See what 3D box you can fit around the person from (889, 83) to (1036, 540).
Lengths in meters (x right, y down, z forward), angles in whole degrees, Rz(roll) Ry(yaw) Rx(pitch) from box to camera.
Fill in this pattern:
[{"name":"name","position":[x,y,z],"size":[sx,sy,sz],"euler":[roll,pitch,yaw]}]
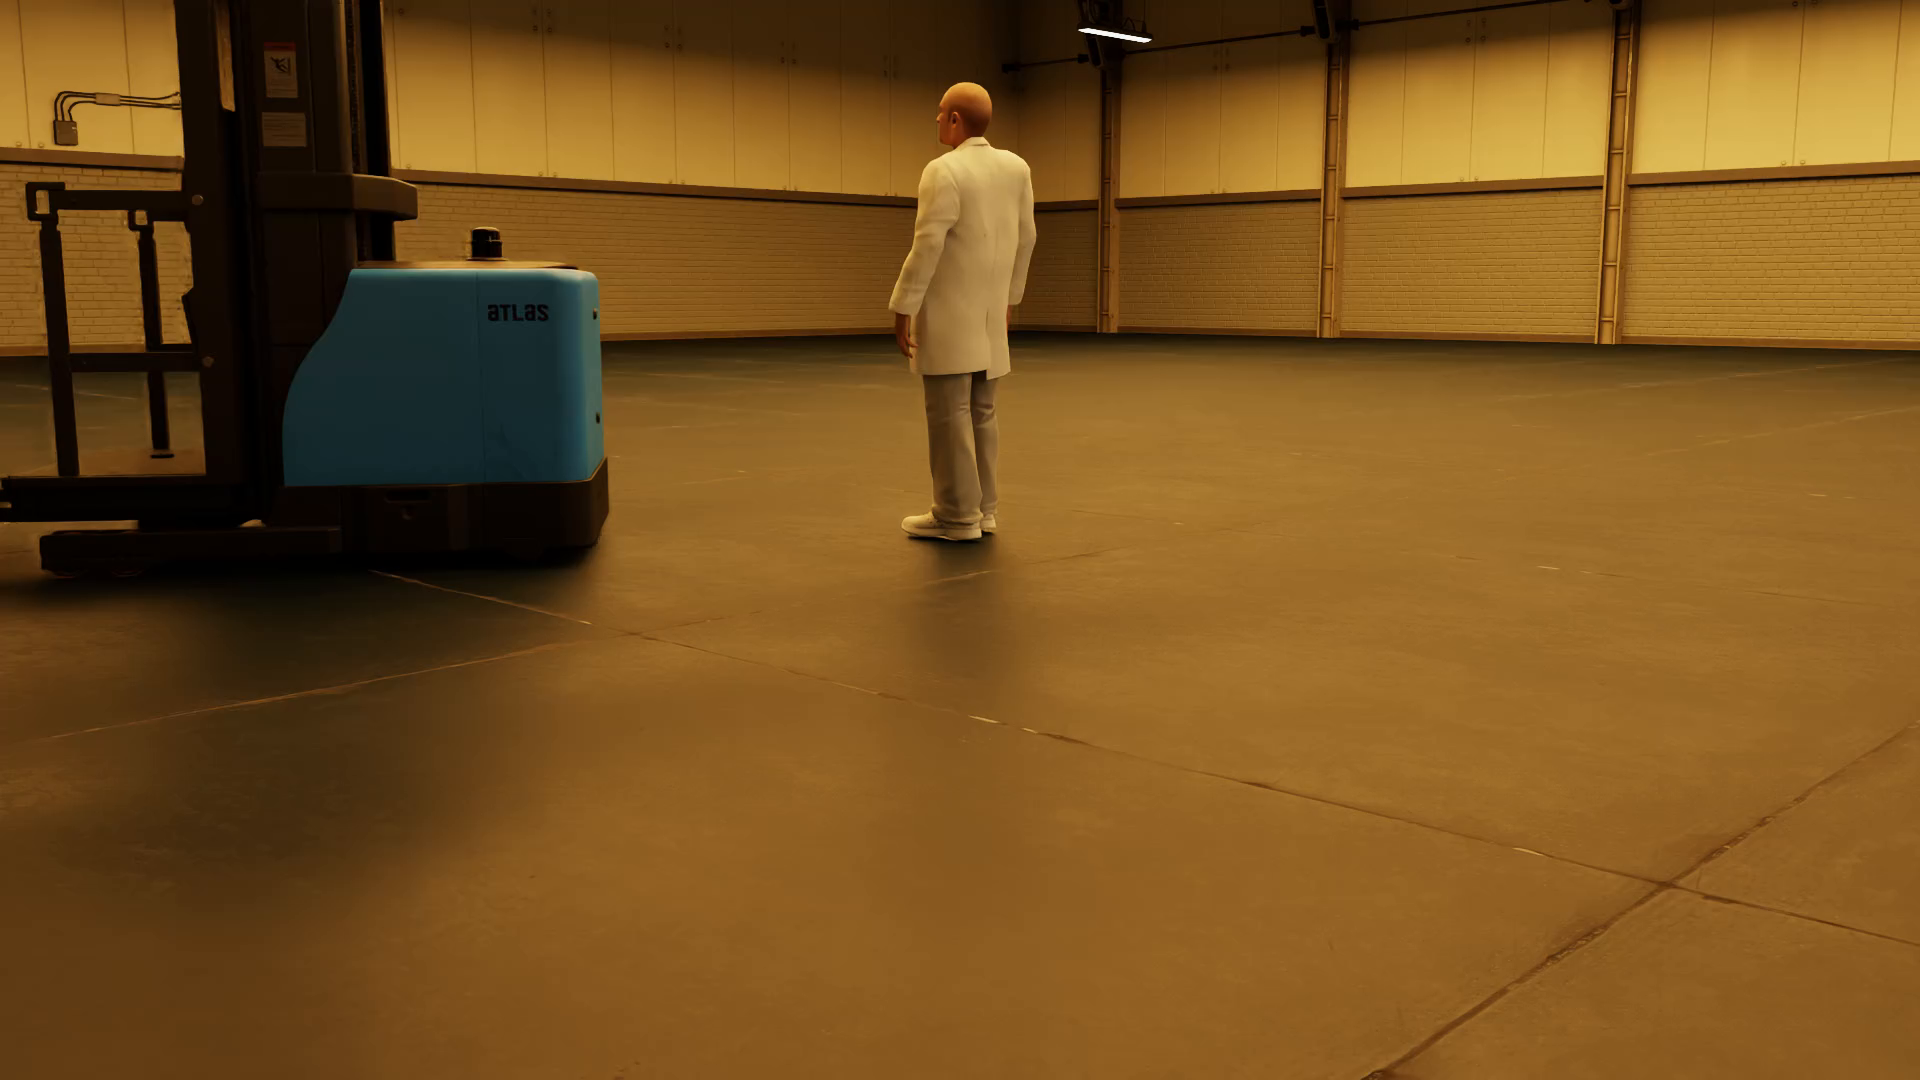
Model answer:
[{"name":"person","position":[-0.063,-0.896,6.650],"size":[0.578,1.778,0.696],"euler":[8,12,43]}]

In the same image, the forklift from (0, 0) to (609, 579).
[{"name":"forklift","position":[-2.915,-1.398,6.155],"size":[3.031,2.935,1.130],"euler":[-1,9,-8]}]
